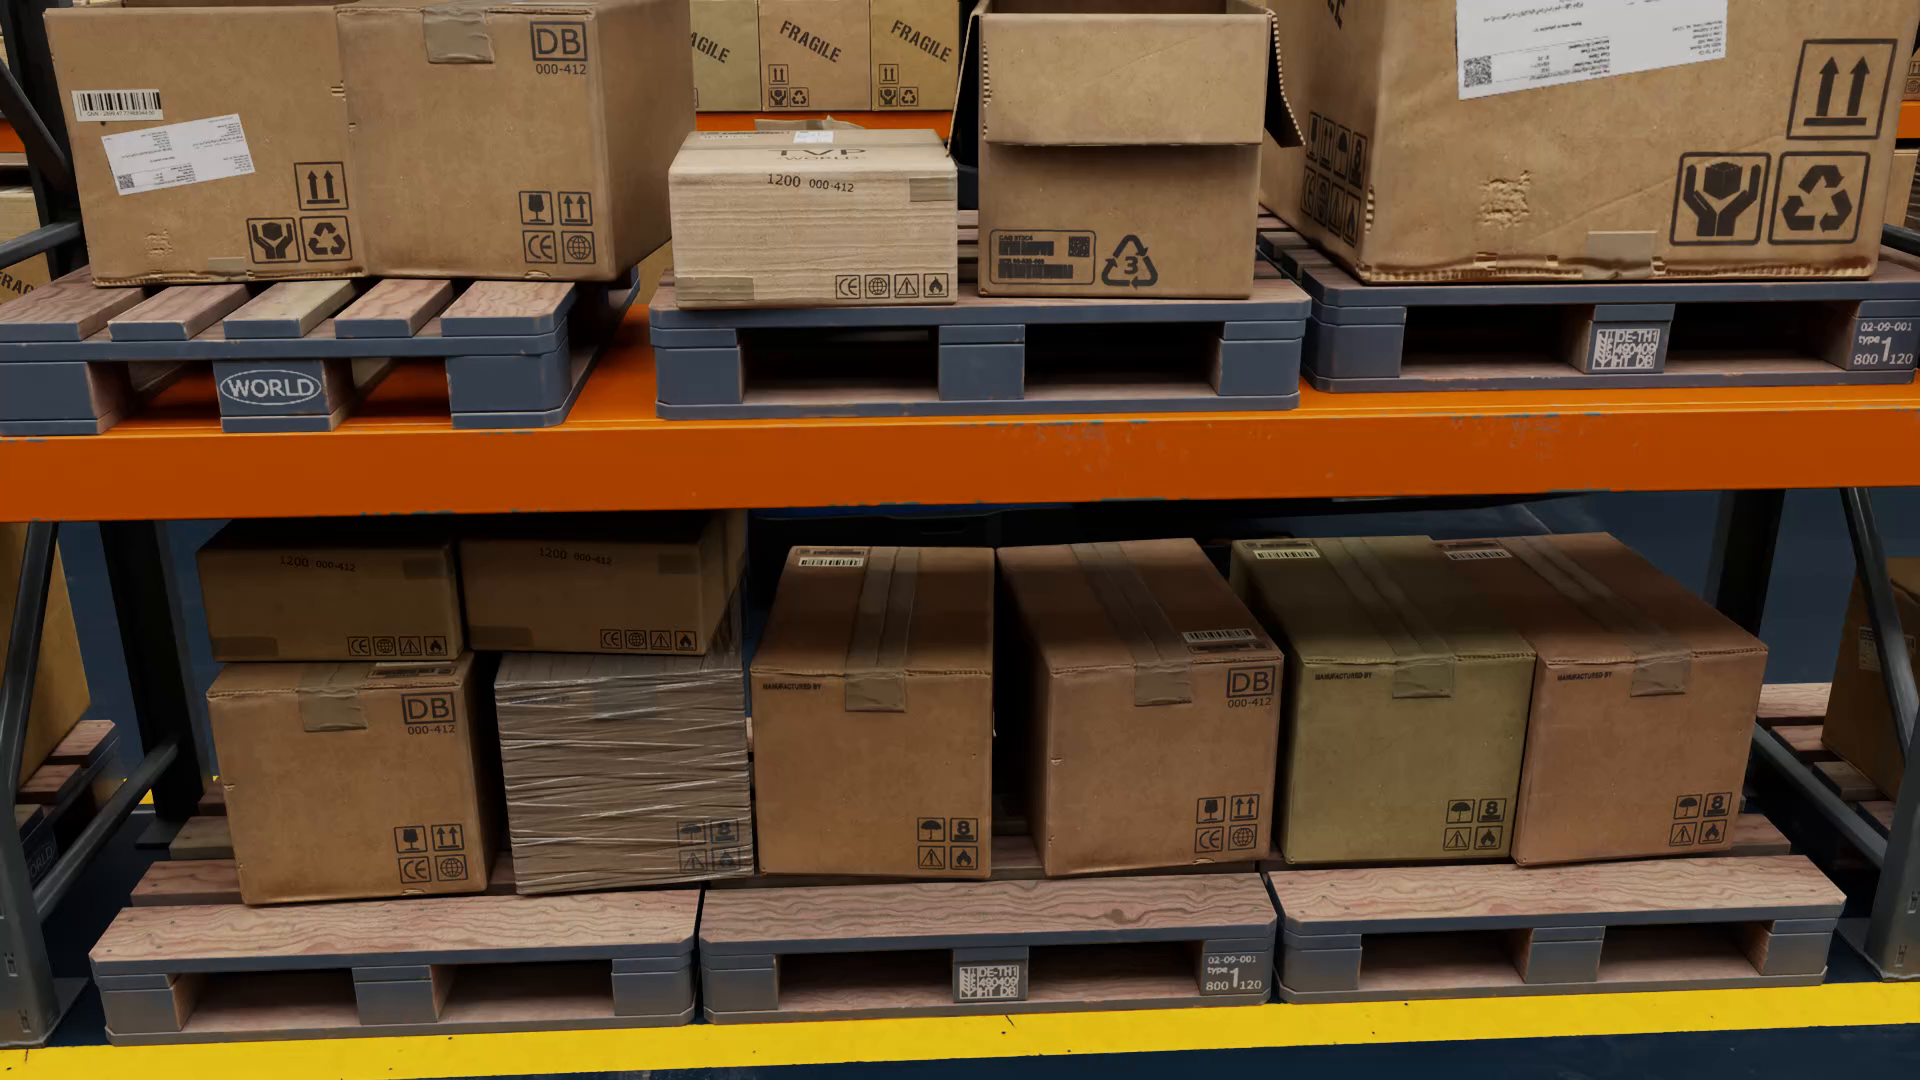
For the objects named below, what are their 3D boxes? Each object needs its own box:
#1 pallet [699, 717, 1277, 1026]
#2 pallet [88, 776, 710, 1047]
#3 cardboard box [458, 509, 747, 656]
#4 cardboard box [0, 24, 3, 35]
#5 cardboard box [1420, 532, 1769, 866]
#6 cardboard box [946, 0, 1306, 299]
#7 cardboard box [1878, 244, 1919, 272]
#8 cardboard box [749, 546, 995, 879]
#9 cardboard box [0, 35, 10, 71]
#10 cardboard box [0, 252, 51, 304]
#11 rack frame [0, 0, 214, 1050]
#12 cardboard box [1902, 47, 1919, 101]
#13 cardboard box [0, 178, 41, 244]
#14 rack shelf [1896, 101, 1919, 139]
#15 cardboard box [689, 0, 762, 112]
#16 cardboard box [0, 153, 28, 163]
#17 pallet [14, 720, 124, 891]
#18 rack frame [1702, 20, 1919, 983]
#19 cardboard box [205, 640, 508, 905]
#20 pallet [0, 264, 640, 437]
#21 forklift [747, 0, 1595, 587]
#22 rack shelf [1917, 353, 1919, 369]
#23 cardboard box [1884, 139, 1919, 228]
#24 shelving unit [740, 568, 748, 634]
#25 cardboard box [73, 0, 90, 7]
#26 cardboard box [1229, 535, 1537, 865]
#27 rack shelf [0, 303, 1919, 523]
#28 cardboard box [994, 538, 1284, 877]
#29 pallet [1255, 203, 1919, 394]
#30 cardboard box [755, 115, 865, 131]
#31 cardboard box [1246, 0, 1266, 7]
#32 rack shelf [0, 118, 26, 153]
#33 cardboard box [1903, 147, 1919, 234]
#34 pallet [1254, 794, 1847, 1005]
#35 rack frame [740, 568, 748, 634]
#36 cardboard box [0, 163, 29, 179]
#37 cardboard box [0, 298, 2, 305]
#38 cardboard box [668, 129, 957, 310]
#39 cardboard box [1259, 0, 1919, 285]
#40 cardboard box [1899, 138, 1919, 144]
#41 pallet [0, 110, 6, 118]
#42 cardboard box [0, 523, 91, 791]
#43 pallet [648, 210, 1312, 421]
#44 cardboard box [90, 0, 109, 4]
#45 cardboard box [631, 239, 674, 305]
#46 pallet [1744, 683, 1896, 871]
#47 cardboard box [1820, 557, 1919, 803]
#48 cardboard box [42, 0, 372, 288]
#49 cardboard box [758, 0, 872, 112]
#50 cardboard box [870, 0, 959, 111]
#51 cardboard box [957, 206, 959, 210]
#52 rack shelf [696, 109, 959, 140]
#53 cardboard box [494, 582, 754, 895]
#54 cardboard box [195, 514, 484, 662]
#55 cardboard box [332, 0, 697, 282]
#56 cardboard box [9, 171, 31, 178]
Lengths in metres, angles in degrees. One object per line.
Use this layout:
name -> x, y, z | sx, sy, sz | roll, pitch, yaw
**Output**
pallet -> 0.035, 0.724, 3.922 | 1.213, 0.211, 1.003 | -1, 21, -3
pallet -> -1.181, 0.748, 3.860 | 1.213, 0.211, 1.003 | -1, 21, -3
cardboard box -> -0.765, 0.034, 3.658 | 0.500, 0.250, 0.500 | 1, 21, 3
cardboard box -> -4.156, -2.318, 7.337 | 0.250, 0.149, 0.380 | -2, 21, -4
cardboard box -> 1.418, 0.346, 3.891 | 0.500, 0.500, 0.700 | -3, 21, -7
cardboard box -> 0.307, -0.798, 3.265 | 0.637, 0.503, 0.797 | 1, 21, 2
cardboard box -> 2.231, -0.613, 3.867 | 0.250, 0.149, 0.380 | -1, 21, -3
cardboard box -> -0.174, 0.372, 3.822 | 0.500, 0.500, 0.700 | 1, 21, 1
cardboard box -> -4.162, -2.179, 7.390 | 0.250, 0.149, 0.380 | -2, 21, -6
cardboard box -> -4.333, -1.198, 7.975 | 0.500, 0.500, 0.500 | -1, 21, -2
rack frame -> -1.961, -0.540, 3.323 | 0.127, 3.000, 1.000 | -1, 21, -3
cardboard box -> 4.362, -2.527, 8.332 | 0.550, 0.550, 0.875 | -1, 21, -3
cardboard box -> -4.343, -1.543, 7.826 | 0.500, 0.250, 0.500 | 0, 21, -1
rack shelf -> 3.847, -2.090, 8.405 | 4.000, 0.370, 1.077 | -1, 21, -3
cardboard box -> -1.172, -2.275, 7.741 | 0.500, 0.500, 0.500 | -1, 21, -4
cardboard box -> -7.153, -3.003, 12.804 | 0.875, 0.438, 0.875 | -1, 21, -4
pallet -> -2.752, 0.753, 3.848 | 1.213, 0.211, 1.003 | -1, 21, -3
rack frame -> 2.033, -0.621, 3.537 | 0.127, 3.000, 1.000 | -1, 21, -3
cardboard box -> -1.293, 0.402, 3.744 | 0.500, 0.500, 0.700 | -2, 21, -6
pallet -> -1.255, -0.503, 3.495 | 1.003, 0.211, 1.213 | -1, 21, -3
forklift -> 0.748, -1.392, 5.657 | 3.031, 2.935, 1.130 | -3, 21, -7
rack shelf -> 4.029, -0.326, 3.771 | 4.000, 0.370, 1.077 | -1, 21, -3
cardboard box -> 4.292, -1.614, 8.540 | 0.875, 0.875, 0.875 | -1, 21, -4
shelving unit -> -1.232, -0.465, 5.234 | 1.048, 1.500, 0.538 | -3, 21, -7
cardboard box -> -3.898, -2.323, 7.352 | 0.250, 0.149, 0.380 | -1, 21, -2
cardboard box -> 0.941, 0.349, 3.883 | 0.500, 0.500, 0.700 | -1, 21, -3
rack shelf -> 0.036, -0.244, 3.558 | 4.000, 0.370, 1.077 | -1, 21, -3
cardboard box -> 0.383, 0.361, 3.852 | 0.500, 0.500, 0.700 | -3, 21, -8
pallet -> 1.261, -0.568, 3.666 | 1.213, 0.211, 1.003 | -1, 21, -3
cardboard box -> -0.311, -0.803, 3.613 | 0.258, 0.266, 0.396 | -2, 21, -5
cardboard box -> 1.345, -2.326, 7.875 | 0.500, 0.500, 0.500 | -1, 21, -3
rack shelf -> -4.140, -1.927, 7.978 | 4.000, 0.370, 1.077 | -1, 21, -3
cardboard box -> 2.485, -0.794, 3.432 | 0.500, 0.500, 0.875 | -1, 21, -3
pallet -> 1.255, 0.698, 3.990 | 1.213, 0.211, 1.003 | -1, 21, -3
rack frame -> -0.727, -0.487, 5.294 | 0.032, 1.500, 0.500 | -3, 21, -7
cardboard box -> -4.893, -1.712, 8.270 | 0.500, 0.250, 0.500 | 0, 21, 0
cardboard box -> -2.462, -0.673, 3.533 | 0.500, 0.500, 0.500 | -1, 21, -1
cardboard box -> -0.274, -0.618, 3.150 | 0.500, 0.250, 0.500 | -2, 21, -5
cardboard box -> 1.231, -1.131, 3.444 | 1.000, 1.000, 1.000 | -1, 21, -3
cardboard box -> 5.171, -1.632, 8.589 | 0.875, 0.875, 0.875 | -1, 21, -3
pallet -> -4.117, -2.159, 7.847 | 1.213, 0.211, 1.003 | -1, 21, -3
cardboard box -> -2.651, 0.263, 3.609 | 0.875, 0.875, 1.225 | -2, 21, -6
pallet -> 0.013, -0.505, 3.501 | 1.213, 0.211, 1.003 | -1, 21, -3
cardboard box -> -3.638, -2.329, 7.366 | 0.250, 0.149, 0.380 | -1, 21, -3
cardboard box -> -1.530, -1.429, 8.231 | 0.750, 0.750, 1.050 | -1, 21, -4
pallet -> 2.701, 0.656, 4.102 | 1.213, 0.211, 1.003 | -1, 21, -3
cardboard box -> 2.434, 0.357, 3.891 | 0.500, 0.500, 0.500 | -2, 21, -5
cardboard box -> -1.424, -0.808, 3.297 | 0.500, 0.500, 0.500 | -4, 21, -10
cardboard box -> -0.668, -2.285, 7.767 | 0.500, 0.500, 0.500 | -1, 21, -3
cardboard box -> -0.171, -2.295, 7.792 | 0.500, 0.500, 0.500 | -1, 21, -4
cardboard box -> 0.273, -1.467, 8.331 | 0.750, 0.750, 1.050 | -1, 21, -3
rack shelf -> -0.146, -2.008, 8.191 | 4.000, 0.370, 1.077 | -1, 21, -3
cardboard box -> -0.740, 0.386, 3.786 | 0.500, 0.500, 0.700 | -3, 21, -8
cardboard box -> -1.294, 0.048, 3.620 | 0.500, 0.250, 0.500 | 0, 21, -1
cardboard box -> -0.872, -0.855, 3.420 | 0.500, 0.500, 0.700 | 2, 21, 5
cardboard box -> -4.367, -1.728, 8.312 | 0.500, 0.250, 0.500 | -2, 21, -5
